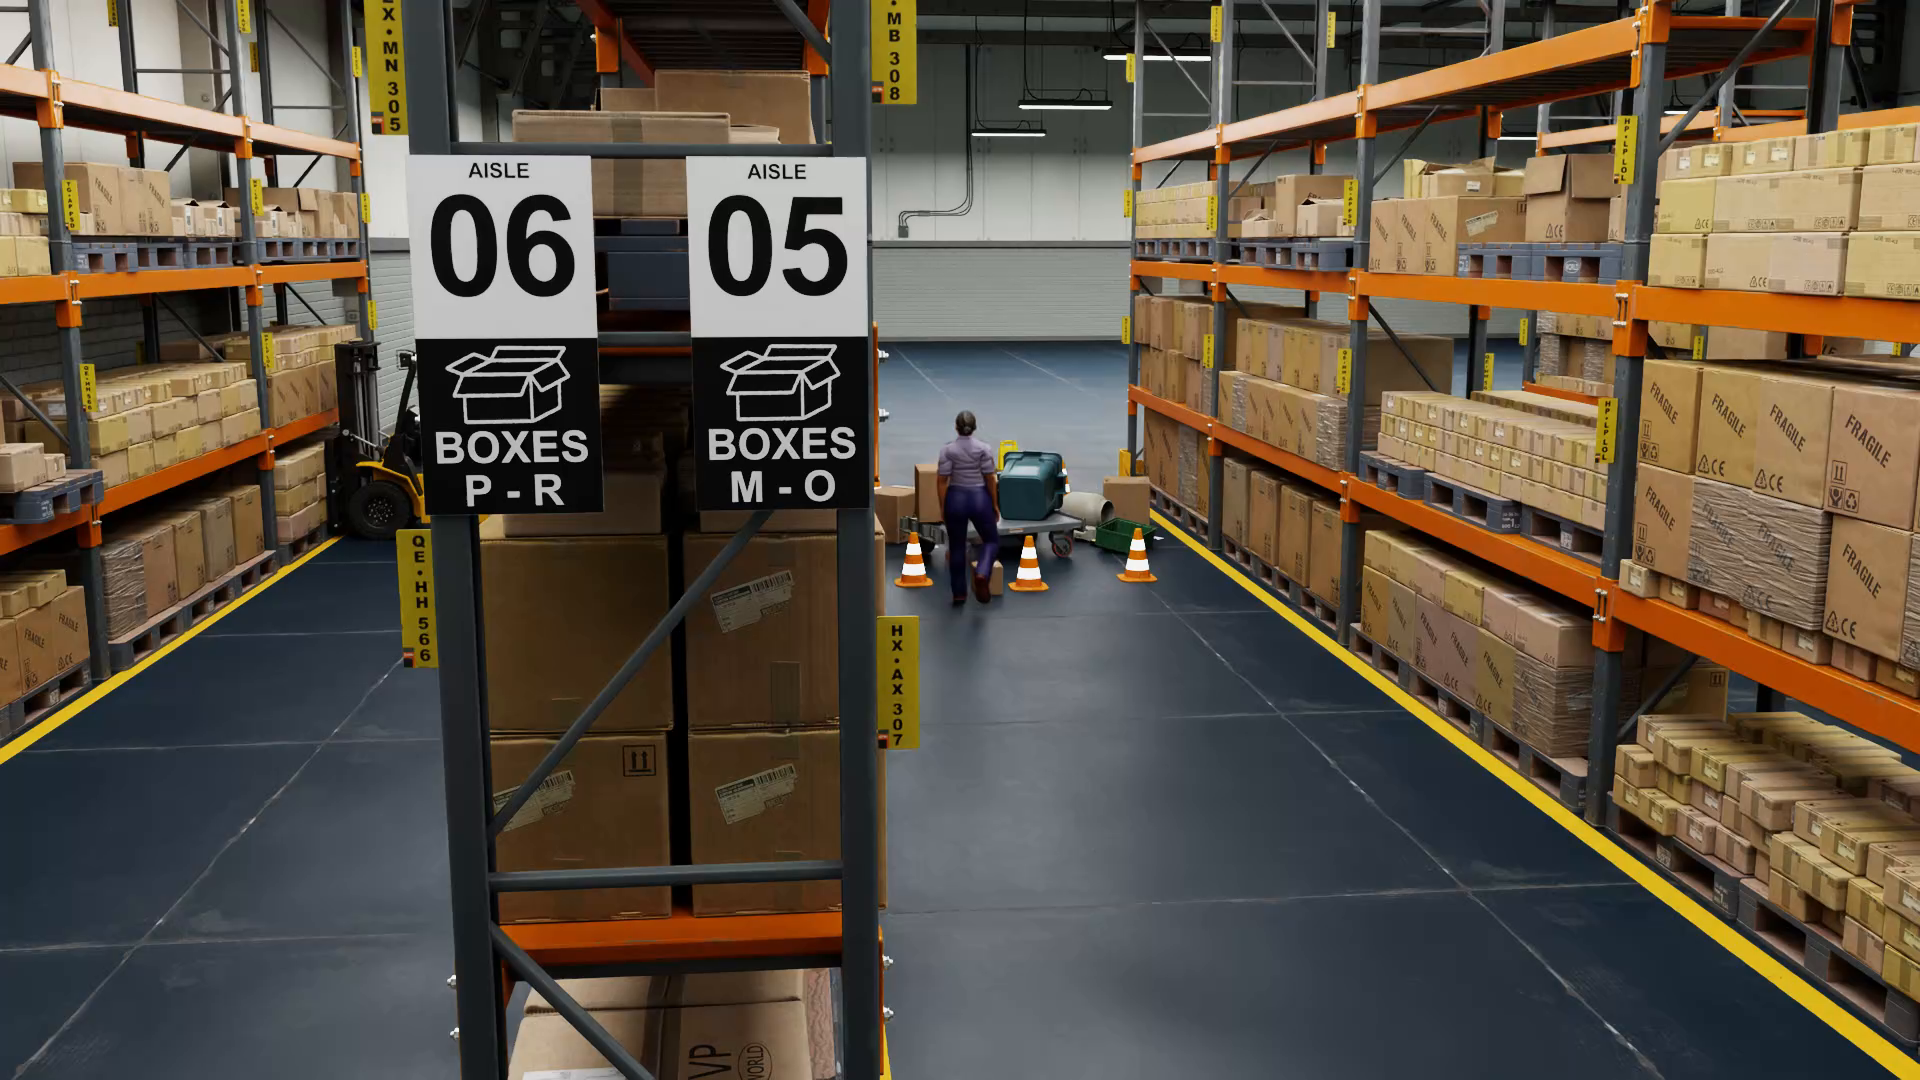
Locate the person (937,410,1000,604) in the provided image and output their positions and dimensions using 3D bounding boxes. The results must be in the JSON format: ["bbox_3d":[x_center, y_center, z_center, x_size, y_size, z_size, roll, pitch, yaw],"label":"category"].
[{"bbox_3d":[0.074,-0.274,13.856,0.520,1.635,0.639,1,10,7],"label":"person"}]
